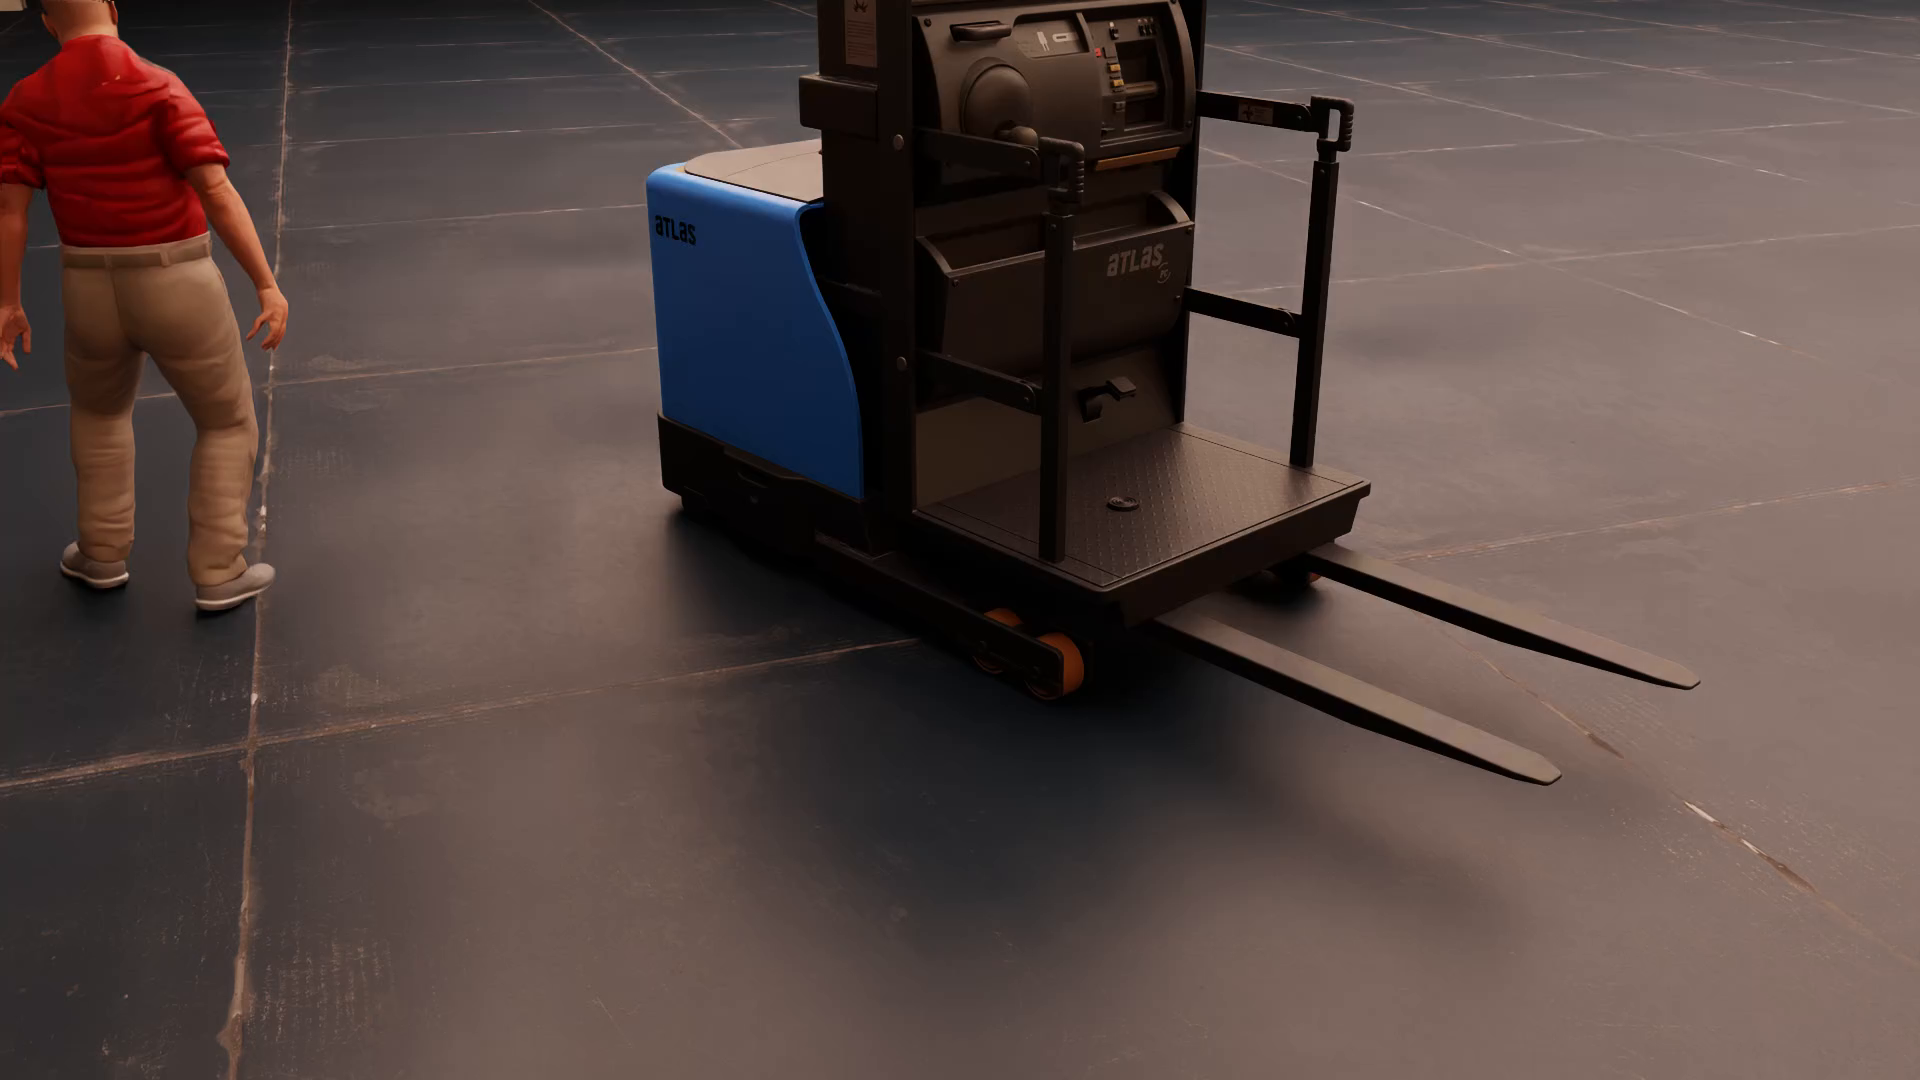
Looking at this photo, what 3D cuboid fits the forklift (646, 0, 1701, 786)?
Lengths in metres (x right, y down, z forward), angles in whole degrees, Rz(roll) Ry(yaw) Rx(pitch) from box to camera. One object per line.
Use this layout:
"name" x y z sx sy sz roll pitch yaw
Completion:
"forklift" 0.409 -1.176 4.096 1.130 2.935 3.031 -19 30 -38

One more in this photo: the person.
"person" -2.208 -0.637 4.455 0.878 1.703 0.420 2 23 4
